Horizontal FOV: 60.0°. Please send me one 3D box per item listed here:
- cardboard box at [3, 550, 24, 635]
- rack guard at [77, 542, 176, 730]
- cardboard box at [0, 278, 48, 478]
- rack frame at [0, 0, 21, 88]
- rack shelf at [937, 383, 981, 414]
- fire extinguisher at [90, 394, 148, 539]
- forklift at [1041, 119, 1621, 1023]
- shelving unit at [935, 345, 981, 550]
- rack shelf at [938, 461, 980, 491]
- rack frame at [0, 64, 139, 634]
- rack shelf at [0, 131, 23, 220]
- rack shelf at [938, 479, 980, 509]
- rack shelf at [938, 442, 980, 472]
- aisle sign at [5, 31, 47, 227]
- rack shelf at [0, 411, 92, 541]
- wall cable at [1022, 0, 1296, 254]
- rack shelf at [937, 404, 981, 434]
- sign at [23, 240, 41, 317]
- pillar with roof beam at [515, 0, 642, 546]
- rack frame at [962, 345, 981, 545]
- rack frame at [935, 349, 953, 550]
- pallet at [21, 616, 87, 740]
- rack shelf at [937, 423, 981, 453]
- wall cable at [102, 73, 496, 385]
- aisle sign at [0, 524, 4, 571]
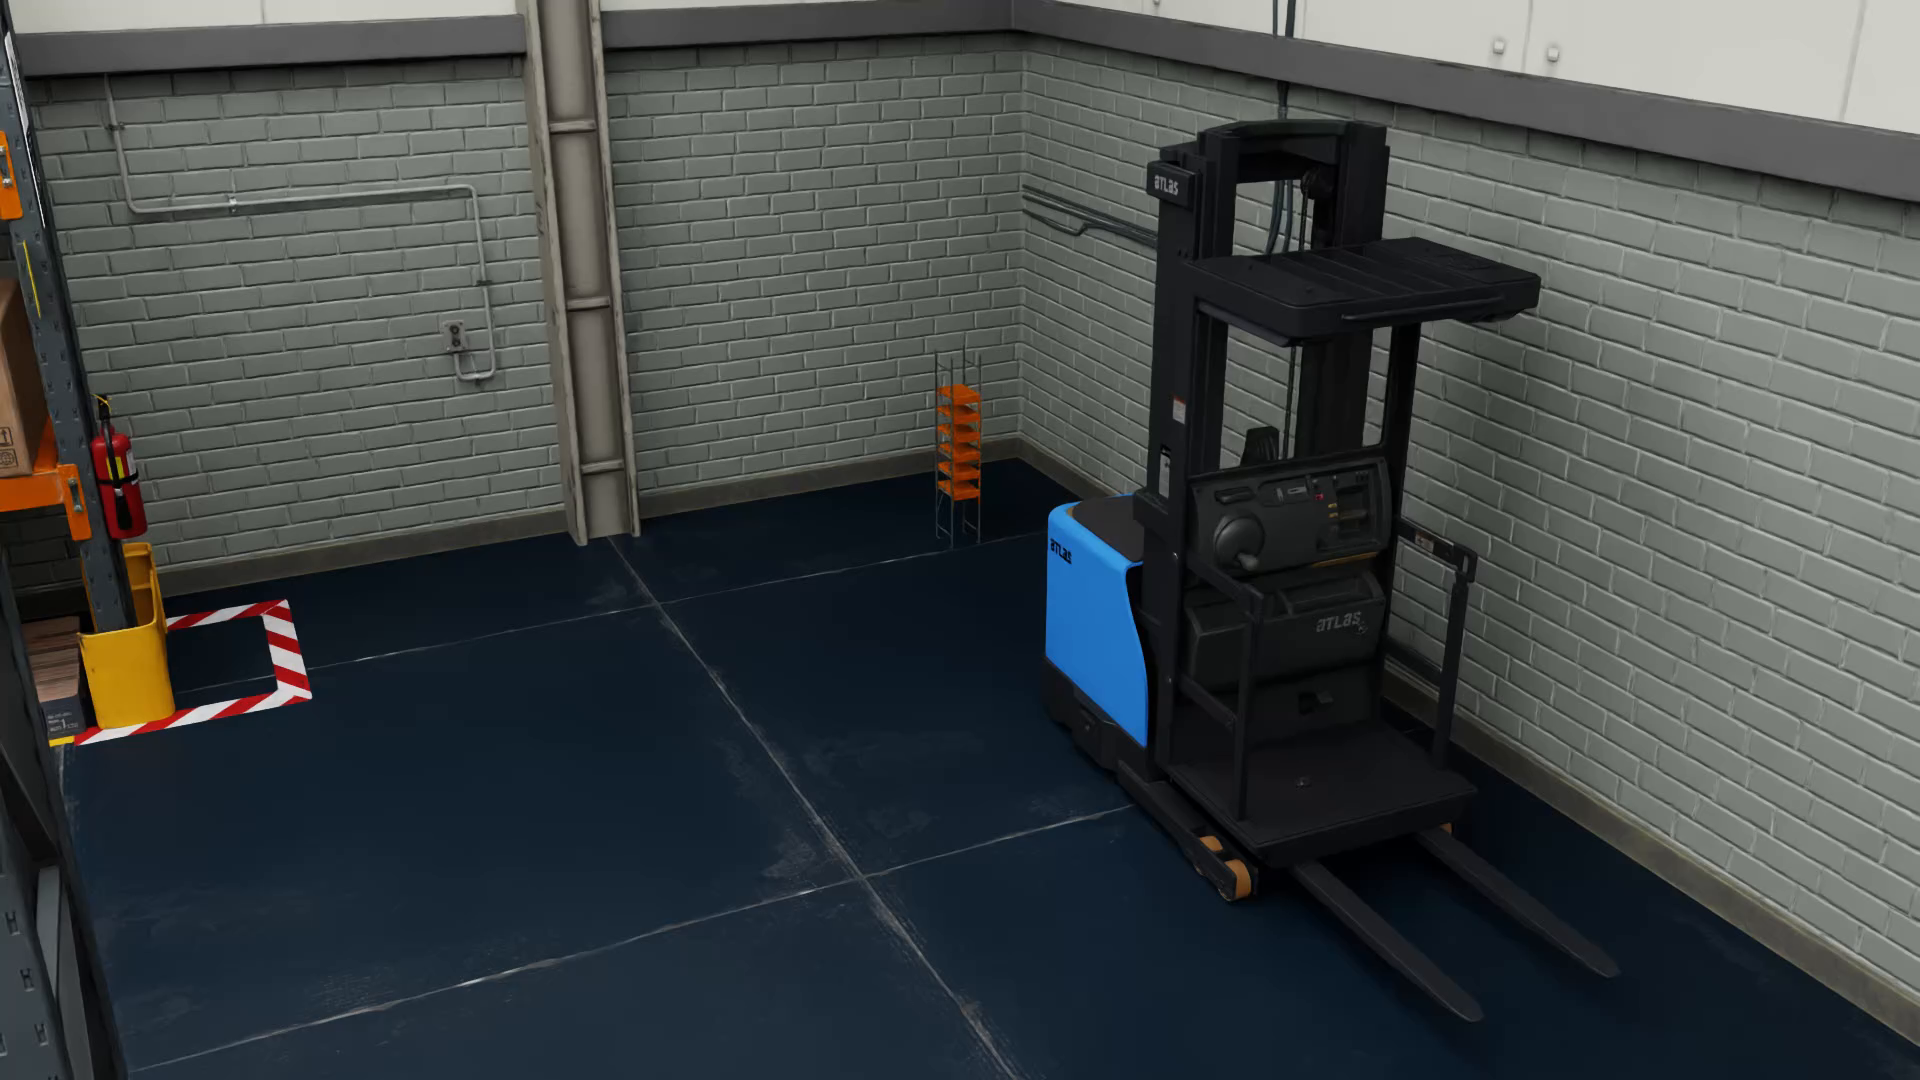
[{"bbox_3d":[-4.863,0.424,8.023,0.500,0.500,0.700,-10,25,-24],"label":"cardboard box"},{"bbox_3d":[-4.254,0.464,8.476,0.348,0.500,1.175,-10,25,-24],"label":"rack guard"},{"bbox_3d":[-4.731,-0.738,7.718,0.700,0.700,0.980,-9,24,-21],"label":"cardboard box"},{"bbox_3d":[-4.275,-3.459,6.841,0.127,3.000,1.000,-10,25,-24],"label":"rack frame"},{"bbox_3d":[-0.013,-0.844,9.894,0.180,0.103,0.258,-10,25,-24],"label":"rack shelf"},{"bbox_3d":[-3.939,-0.345,7.751,0.183,0.674,0.296,-10,25,-24],"label":"fire extinguisher"},{"bbox_3d":[1.451,-0.081,6.615,1.130,2.935,3.031,-9,24,-22],"label":"forklift"},{"bbox_3d":[-0.013,-0.552,10.015,0.189,1.200,0.258,-10,25,-24],"label":"shelving unit"},{"bbox_3d":[-0.013,-0.400,10.078,0.180,0.103,0.258,-10,25,-24],"label":"rack shelf"},{"bbox_3d":[-4.275,-0.687,7.989,0.127,3.000,1.000,-10,25,-24],"label":"rack frame"},{"bbox_3d":[-6.078,-1.409,6.751,4.000,0.370,1.077,-10,25,-24],"label":"rack shelf"},{"bbox_3d":[-0.013,-0.289,10.123,0.180,0.103,0.258,-10,25,-24],"label":"rack shelf"},{"bbox_3d":[-0.013,-0.511,10.032,0.180,0.103,0.258,-10,25,-24],"label":"rack shelf"},{"bbox_3d":[-4.080,-1.797,7.270,0.004,0.787,0.394,-10,25,-24],"label":"aisle sign"},{"bbox_3d":[-6.078,-0.023,7.325,4.000,0.370,1.077,-10,25,-24],"label":"rack shelf"},{"bbox_3d":[0.976,-2.840,9.404,0.112,2.526,3.097,-10,25,-24],"label":"wall cable"},{"bbox_3d":[-0.013,-0.733,9.940,0.180,0.103,0.258,-10,25,-24],"label":"rack shelf"},{"bbox_3d":[-4.053,-1.142,7.264,0.005,0.325,0.100,-10,25,-24],"label":"sign"},{"bbox_3d":[-0.351,-2.722,5.059,0.400,9.000,9.100,-10,25,-24],"label":"pillar with roof beam"},{"bbox_3d":[0.069,-0.567,10.051,0.006,1.200,0.240,-10,25,-24],"label":"rack frame"},{"bbox_3d":[-0.095,-0.537,9.978,0.006,1.200,0.240,-10,25,-24],"label":"rack frame"},{"bbox_3d":[-4.962,0.761,8.136,1.213,0.211,1.003,-10,25,-24],"label":"pallet"},{"bbox_3d":[-0.013,-0.622,9.986,0.180,0.103,0.258,-10,25,-24],"label":"rack shelf"},{"bbox_3d":[-3.532,-1.695,9.095,1.851,1.984,0.084,-10,25,-24],"label":"wall cable"},{"bbox_3d":[-2.190,-0.294,3.640,0.004,0.787,0.394,-10,25,-24],"label":"aisle sign"}]
